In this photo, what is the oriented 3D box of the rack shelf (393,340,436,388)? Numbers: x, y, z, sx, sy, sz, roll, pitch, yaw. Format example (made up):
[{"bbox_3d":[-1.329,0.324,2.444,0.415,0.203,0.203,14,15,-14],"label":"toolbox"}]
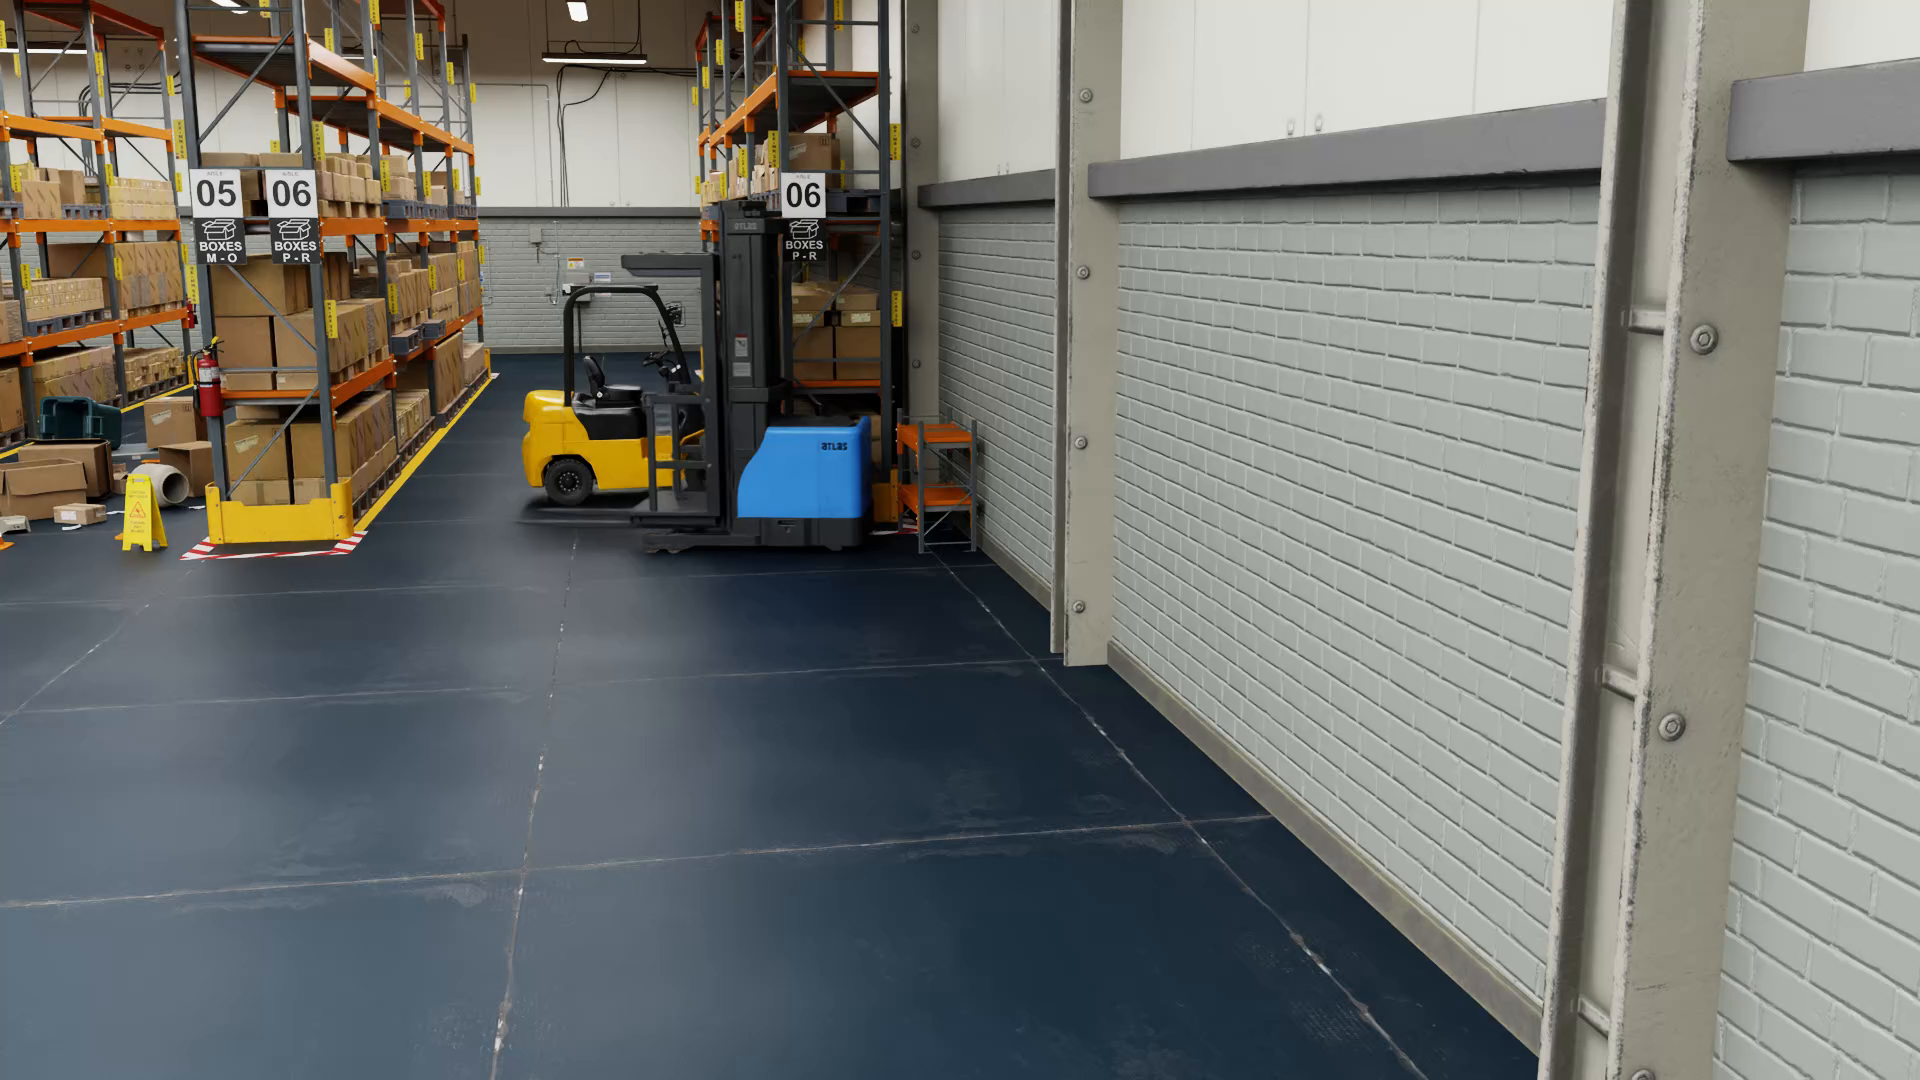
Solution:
[{"bbox_3d":[-7.171,-2.223,20.280,1.077,0.370,4.000,-2,11,-11],"label":"rack shelf"}]

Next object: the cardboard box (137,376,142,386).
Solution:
[{"bbox_3d":[-13.179,-2.500,26.312,0.380,0.149,0.250,-2,11,-12],"label":"cardboard box"}]

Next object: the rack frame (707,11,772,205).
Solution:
[{"bbox_3d":[-3.469,-6.806,26.386,1.000,3.000,0.127,-2,11,-11],"label":"rack frame"}]

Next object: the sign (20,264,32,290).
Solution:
[{"bbox_3d":[-11.852,-3.335,21.098,0.100,0.325,0.005,-2,11,-11],"label":"sign"}]

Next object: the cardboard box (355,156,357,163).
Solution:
[{"bbox_3d":[-7.239,-4.350,19.446,0.500,0.250,0.500,-2,11,-10],"label":"cardboard box"}]

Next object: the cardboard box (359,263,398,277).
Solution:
[{"bbox_3d":[-6.526,-3.029,18.669,0.380,0.149,0.250,-2,11,-11],"label":"cardboard box"}]

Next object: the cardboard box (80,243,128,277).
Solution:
[{"bbox_3d":[-13.022,-4.257,25.302,0.500,0.500,0.500,-2,11,-10],"label":"cardboard box"}]

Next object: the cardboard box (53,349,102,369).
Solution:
[{"bbox_3d":[-12.694,-2.603,23.909,0.500,0.250,0.500,-2,11,-8],"label":"cardboard box"}]

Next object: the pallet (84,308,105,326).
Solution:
[{"bbox_3d":[-13.168,-3.239,24.205,1.003,0.211,1.213,-2,11,-11],"label":"pallet"}]

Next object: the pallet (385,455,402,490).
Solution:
[{"bbox_3d":[-6.616,-0.718,17.906,1.003,0.211,1.213,-2,11,-11],"label":"pallet"}]

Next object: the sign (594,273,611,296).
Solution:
[{"bbox_3d":[-7.702,-5.503,35.842,0.329,0.494,0.001,-2,11,-11],"label":"sign"}]

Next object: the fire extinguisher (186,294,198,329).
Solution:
[{"bbox_3d":[-13.548,-4.054,29.179,0.296,0.674,0.183,-2,11,-11],"label":"fire extinguisher"}]

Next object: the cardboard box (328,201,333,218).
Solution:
[{"bbox_3d":[-5.907,-2.994,15.054,0.380,0.149,0.250,-2,11,-9],"label":"cardboard box"}]

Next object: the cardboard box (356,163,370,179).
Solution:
[{"bbox_3d":[-6.238,-3.763,16.962,0.380,0.149,0.250,-2,11,-9],"label":"cardboard box"}]

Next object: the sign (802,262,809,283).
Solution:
[{"bbox_3d":[-2.148,-3.714,23.093,0.100,0.325,0.005,-2,11,-11],"label":"sign"}]

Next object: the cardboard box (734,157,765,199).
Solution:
[{"bbox_3d":[-2.592,-4.575,21.028,0.500,0.500,0.500,-2,11,-10],"label":"cardboard box"}]

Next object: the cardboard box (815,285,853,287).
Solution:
[{"bbox_3d":[-1.338,-2.622,17.650,0.380,0.149,0.250,-2,11,-12],"label":"cardboard box"}]

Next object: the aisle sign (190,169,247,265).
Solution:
[{"bbox_3d":[-6.276,-2.732,14.073,0.394,0.787,0.004,-2,11,-11],"label":"aisle sign"}]

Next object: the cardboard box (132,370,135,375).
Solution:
[{"bbox_3d":[-13.150,-2.595,26.016,0.380,0.149,0.250,-2,11,-11],"label":"cardboard box"}]

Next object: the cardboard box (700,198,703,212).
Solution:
[{"bbox_3d":[-4.429,-6.047,30.027,0.500,0.250,0.500,-2,11,-12],"label":"cardboard box"}]

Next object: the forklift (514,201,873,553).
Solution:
[{"bbox_3d":[-2.310,-1.425,14.345,3.031,2.935,1.130,0,11,2],"label":"forklift"}]

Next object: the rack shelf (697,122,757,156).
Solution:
[{"bbox_3d":[-3.858,-6.817,28.380,1.077,0.370,4.000,-2,11,-11],"label":"rack shelf"}]

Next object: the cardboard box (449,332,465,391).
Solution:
[{"bbox_3d":[-8.139,-2.729,25.572,0.875,0.875,0.875,-2,11,-9],"label":"cardboard box"}]

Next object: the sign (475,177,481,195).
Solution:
[{"bbox_3d":[-8.581,-6.298,29.583,0.100,0.325,0.005,-2,11,-11],"label":"sign"}]

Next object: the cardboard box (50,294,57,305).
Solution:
[{"bbox_3d":[-12.499,-3.261,22.558,0.380,0.149,0.250,-2,11,-11],"label":"cardboard box"}]

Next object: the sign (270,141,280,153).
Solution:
[{"bbox_3d":[-7.325,-4.110,17.811,0.100,0.325,0.005,-2,11,-11],"label":"sign"}]

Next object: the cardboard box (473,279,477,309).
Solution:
[{"bbox_3d":[-8.570,-4.195,28.445,0.500,0.500,0.500,-2,11,-9],"label":"cardboard box"}]

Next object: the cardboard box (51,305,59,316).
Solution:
[{"bbox_3d":[-12.498,-3.114,22.585,0.380,0.149,0.250,-2,11,-9],"label":"cardboard box"}]

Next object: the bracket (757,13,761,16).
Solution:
[{"bbox_3d":[-3.651,-9.270,29.707,0.076,0.066,4.783,-2,11,-11],"label":"bracket"}]

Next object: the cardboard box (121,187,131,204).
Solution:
[{"bbox_3d":[-13.124,-5.313,25.629,0.500,0.250,0.500,-2,11,-11],"label":"cardboard box"}]

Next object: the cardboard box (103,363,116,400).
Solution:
[{"bbox_3d":[-12.782,-2.331,24.481,0.500,0.500,0.500,-2,11,-12],"label":"cardboard box"}]

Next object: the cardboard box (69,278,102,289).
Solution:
[{"bbox_3d":[-12.904,-3.787,24.531,0.380,0.149,0.250,-2,11,-8],"label":"cardboard box"}]

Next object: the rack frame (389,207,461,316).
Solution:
[{"bbox_3d":[-8.338,-3.677,25.995,1.000,3.000,0.127,-2,11,-11],"label":"rack frame"}]

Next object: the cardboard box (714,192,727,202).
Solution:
[{"bbox_3d":[-3.477,-5.114,24.801,0.380,0.149,0.250,-2,11,-10],"label":"cardboard box"}]

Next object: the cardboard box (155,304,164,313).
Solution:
[{"bbox_3d":[-13.441,-3.852,27.583,0.380,0.149,0.250,-3,11,-14],"label":"cardboard box"}]

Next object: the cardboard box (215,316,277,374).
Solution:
[{"bbox_3d":[-6.379,-1.761,14.864,0.500,0.500,0.500,-2,11,-12],"label":"cardboard box"}]

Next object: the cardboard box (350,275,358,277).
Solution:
[{"bbox_3d":[-7.194,-2.779,19.088,0.500,0.500,0.500,-2,11,-11],"label":"cardboard box"}]

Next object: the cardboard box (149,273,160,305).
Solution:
[{"bbox_3d":[-13.322,-4.055,26.918,0.500,0.500,0.500,-2,11,-8],"label":"cardboard box"}]

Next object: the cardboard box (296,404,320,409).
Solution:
[{"bbox_3d":[-6.717,-1.123,16.800,0.500,0.500,0.500,-2,11,-8],"label":"cardboard box"}]

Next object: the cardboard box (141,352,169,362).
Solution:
[{"bbox_3d":[-13.337,-3.035,27.528,0.380,0.149,0.250,-2,11,-9],"label":"cardboard box"}]

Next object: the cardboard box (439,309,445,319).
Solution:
[{"bbox_3d":[-7.622,-3.159,23.672,0.500,0.250,0.500,-2,11,-9],"label":"cardboard box"}]

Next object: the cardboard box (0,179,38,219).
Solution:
[{"bbox_3d":[-12.245,-4.382,21.408,0.500,0.500,0.500,-2,11,-11],"label":"cardboard box"}]

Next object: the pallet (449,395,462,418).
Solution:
[{"bbox_3d":[-7.873,-1.944,24.348,1.003,0.211,1.213,-2,11,-11],"label":"pallet"}]

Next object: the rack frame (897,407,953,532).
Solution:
[{"bbox_3d":[-0.316,-0.636,15.027,0.500,1.125,0.032,-2,11,-12],"label":"rack frame"}]

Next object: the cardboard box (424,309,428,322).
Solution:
[{"bbox_3d":[-7.049,-2.884,21.375,0.380,0.149,0.250,-2,11,-11],"label":"cardboard box"}]

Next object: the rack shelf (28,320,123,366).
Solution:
[{"bbox_3d":[-12.784,-2.759,23.091,1.077,0.370,4.000,-2,11,-11],"label":"rack shelf"}]

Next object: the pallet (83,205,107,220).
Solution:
[{"bbox_3d":[-13.158,-4.743,24.073,1.213,0.211,1.003,-2,11,-11],"label":"pallet"}]

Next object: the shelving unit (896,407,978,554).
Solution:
[{"bbox_3d":[-0.210,-0.543,14.538,0.538,1.125,1.048,-2,11,-12],"label":"shelving unit"}]

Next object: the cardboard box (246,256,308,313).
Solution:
[{"bbox_3d":[-6.408,-2.342,15.240,0.700,0.500,0.500,-2,11,-10],"label":"cardboard box"}]

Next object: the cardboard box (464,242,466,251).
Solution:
[{"bbox_3d":[-8.422,-4.884,27.656,0.380,0.149,0.250,-2,11,-11],"label":"cardboard box"}]

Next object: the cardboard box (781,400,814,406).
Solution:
[{"bbox_3d":[-1.744,-1.263,16.867,0.500,0.250,0.500,-2,11,-10],"label":"cardboard box"}]
